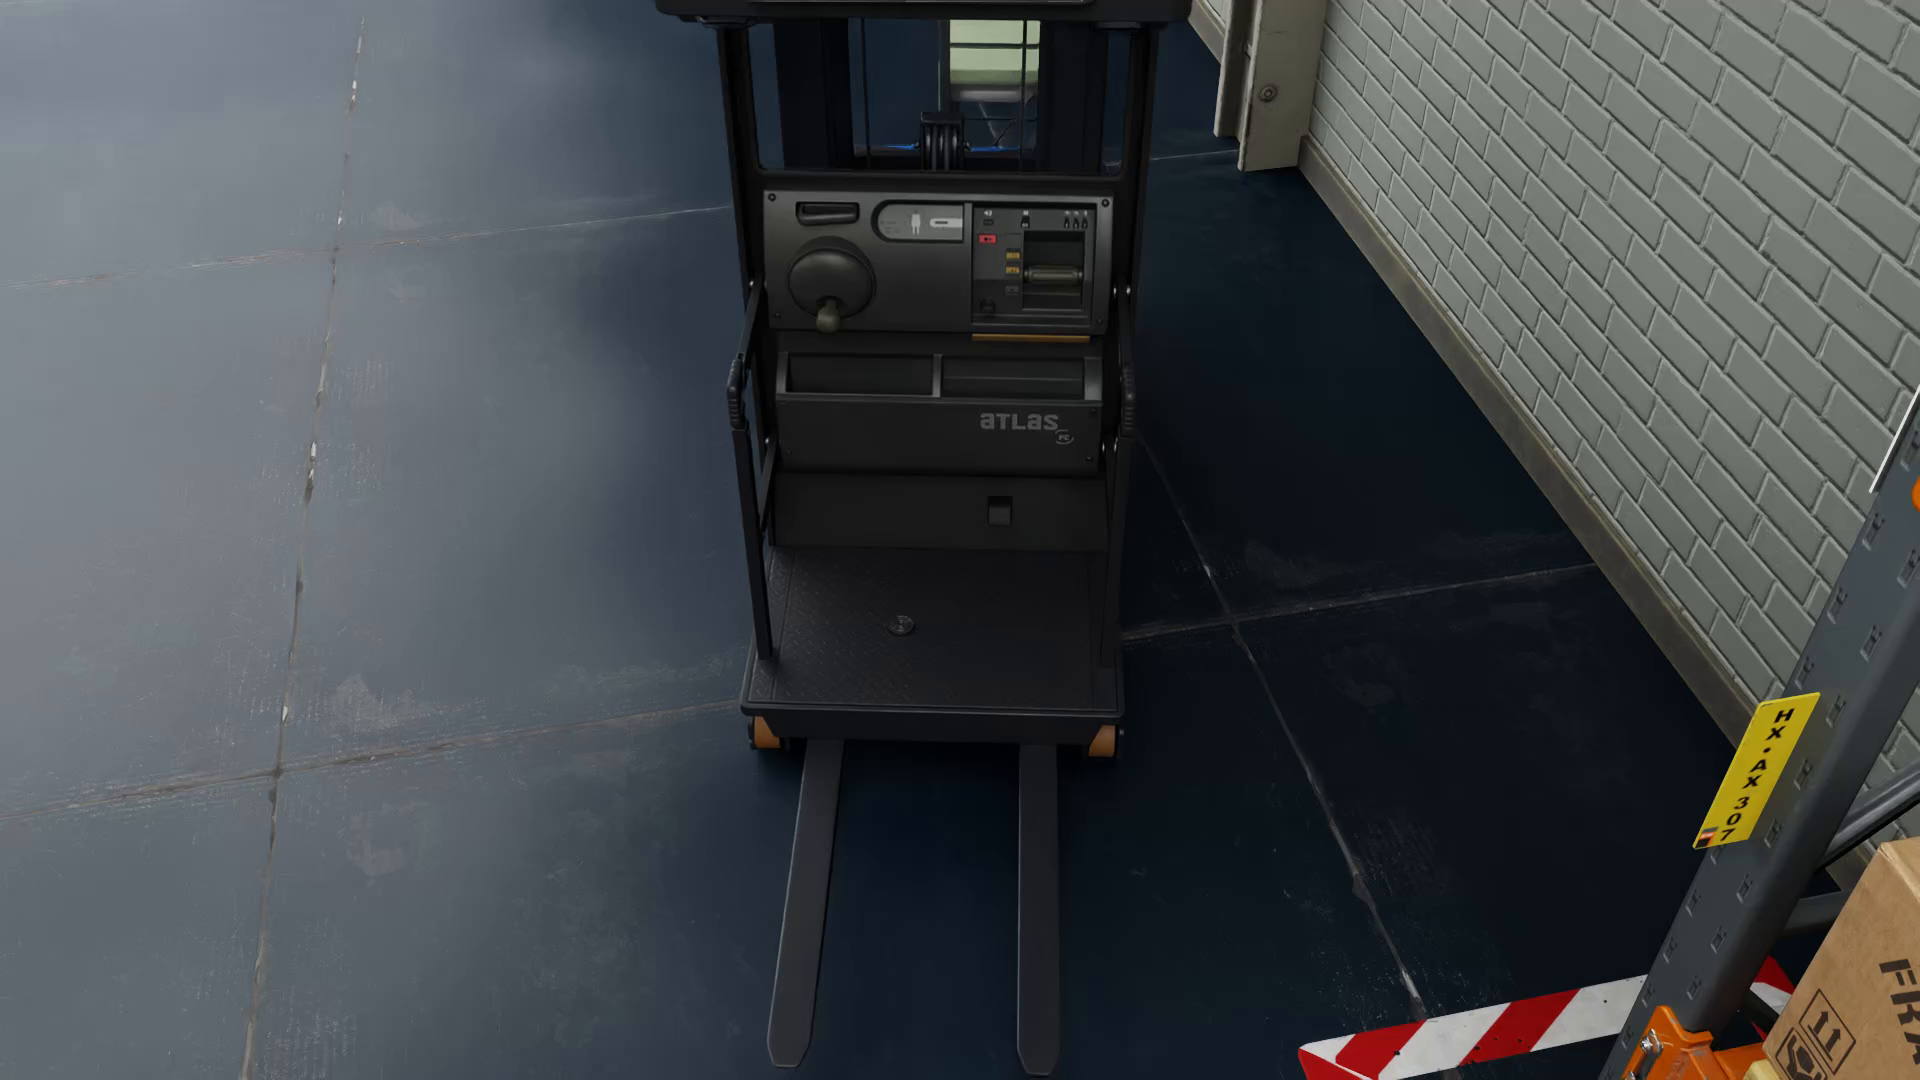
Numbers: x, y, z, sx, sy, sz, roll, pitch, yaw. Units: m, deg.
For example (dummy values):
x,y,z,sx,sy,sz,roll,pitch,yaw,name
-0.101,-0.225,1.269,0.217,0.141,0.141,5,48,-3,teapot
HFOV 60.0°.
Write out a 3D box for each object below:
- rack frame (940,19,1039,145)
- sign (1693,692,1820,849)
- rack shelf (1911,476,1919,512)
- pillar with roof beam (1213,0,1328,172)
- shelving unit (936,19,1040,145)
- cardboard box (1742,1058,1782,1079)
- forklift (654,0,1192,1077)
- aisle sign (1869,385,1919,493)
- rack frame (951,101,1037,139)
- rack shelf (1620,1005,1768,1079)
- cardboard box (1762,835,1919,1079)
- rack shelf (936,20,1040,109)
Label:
x,y,z,sx,sy,sz,roll,pitch,yaw,name
0.134,-1.150,5.915,0.400,1.500,0.023,1,42,1,rack frame
1.173,0.344,2.450,0.100,0.325,0.005,-8,42,-9,sign
2.134,1.034,0.608,1.077,0.370,4.000,-8,42,-9,rack shelf
-2.800,-4.596,4.149,9.100,9.000,0.400,-8,42,-9,pillar with roof beam
0.146,-1.392,6.189,0.431,1.500,0.755,1,42,1,shelving unit
1.498,1.001,2.461,0.500,0.250,0.500,-9,42,-11,cardboard box
-0.063,-0.662,4.288,1.130,2.935,3.031,1,42,1,forklift
1.394,-0.386,1.967,0.394,0.787,0.004,-8,42,-9,aisle sign
0.158,-1.635,6.462,0.400,1.500,0.023,1,42,1,rack frame
2.134,2.156,1.604,1.077,0.370,4.000,-8,42,-9,rack shelf
1.512,0.711,2.223,0.500,0.500,0.500,-8,42,-9,cardboard box
0.146,-1.684,5.930,0.431,0.370,0.720,1,42,1,rack shelf
